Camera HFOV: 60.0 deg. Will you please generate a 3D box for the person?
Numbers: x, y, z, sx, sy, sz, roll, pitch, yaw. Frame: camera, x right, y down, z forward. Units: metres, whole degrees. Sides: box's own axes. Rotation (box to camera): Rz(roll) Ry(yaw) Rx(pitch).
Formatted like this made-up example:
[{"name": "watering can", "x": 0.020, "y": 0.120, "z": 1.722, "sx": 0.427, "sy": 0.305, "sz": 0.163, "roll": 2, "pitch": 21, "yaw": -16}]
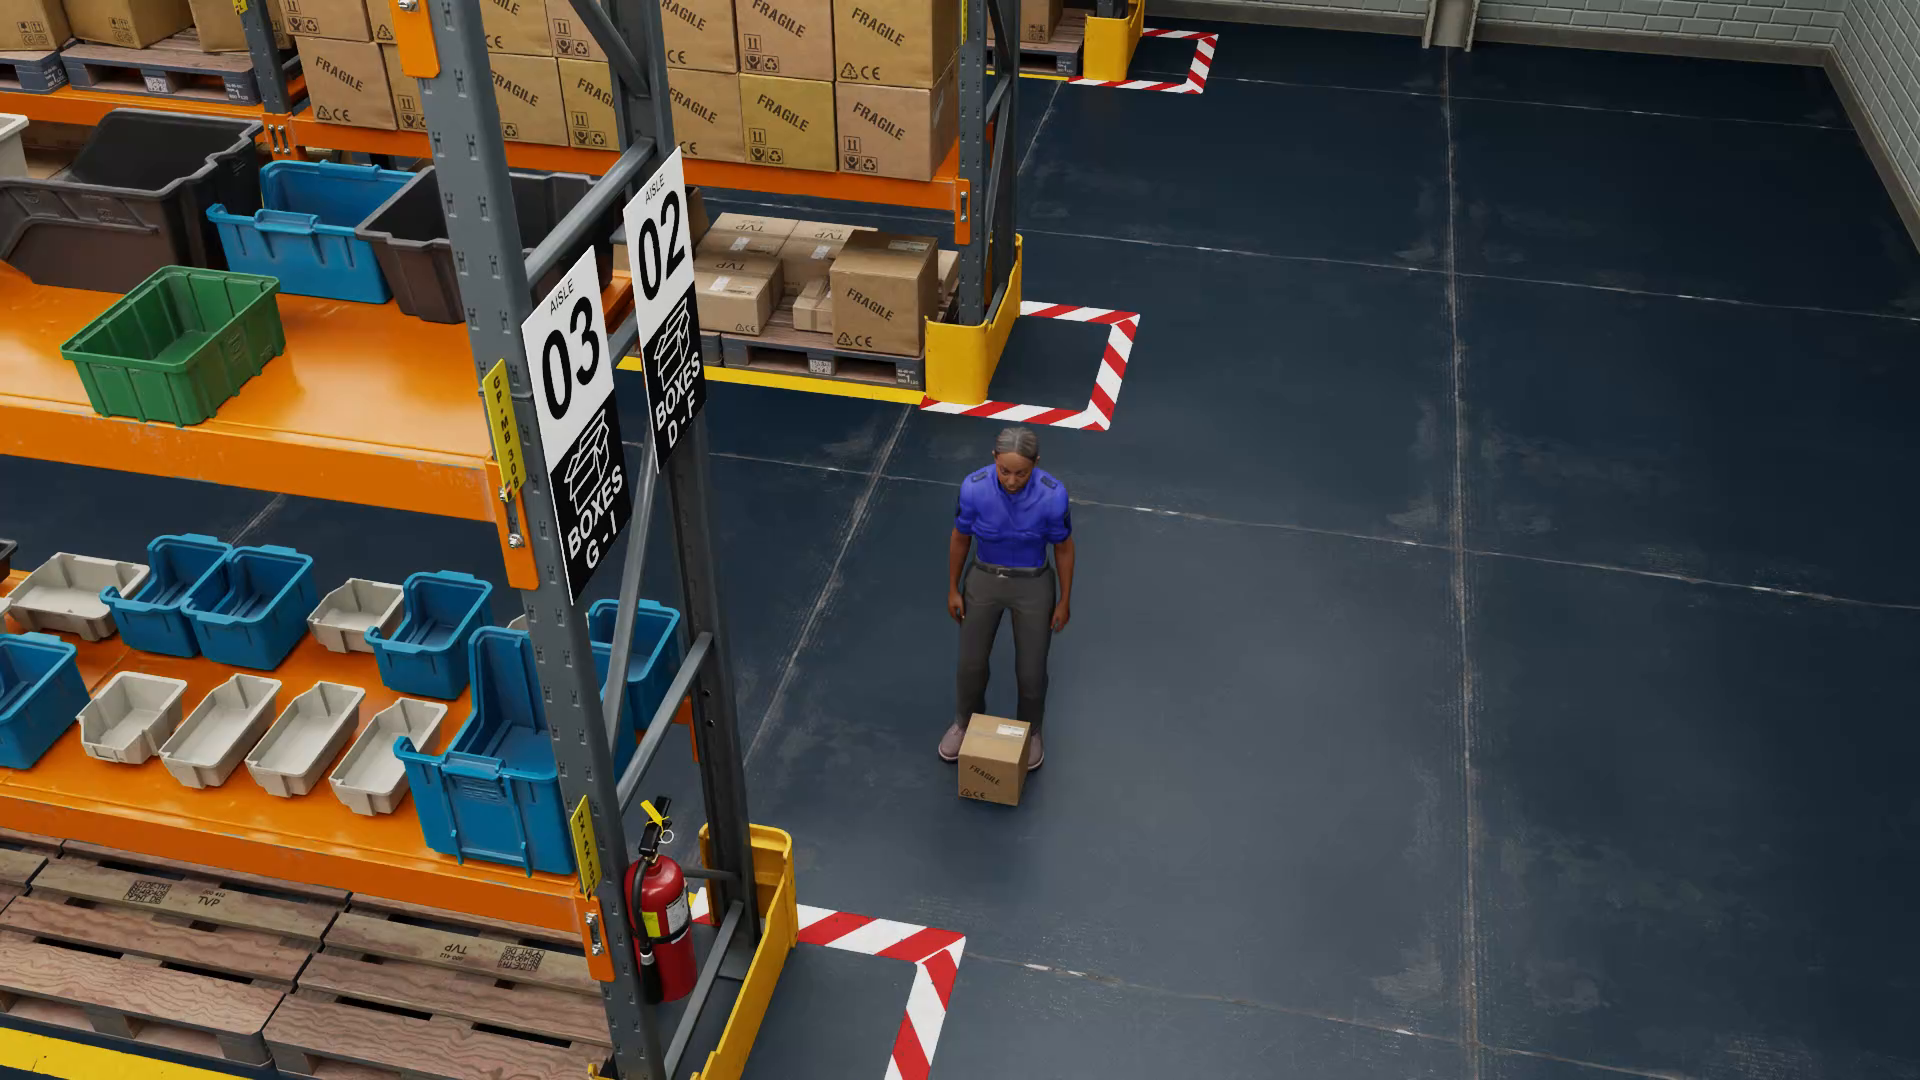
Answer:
[{"name": "person", "x": 0.186, "y": 0.214, "z": 6.680, "sx": 0.531, "sy": 1.656, "sz": 0.346, "roll": 6, "pitch": 37, "yaw": 8}]
